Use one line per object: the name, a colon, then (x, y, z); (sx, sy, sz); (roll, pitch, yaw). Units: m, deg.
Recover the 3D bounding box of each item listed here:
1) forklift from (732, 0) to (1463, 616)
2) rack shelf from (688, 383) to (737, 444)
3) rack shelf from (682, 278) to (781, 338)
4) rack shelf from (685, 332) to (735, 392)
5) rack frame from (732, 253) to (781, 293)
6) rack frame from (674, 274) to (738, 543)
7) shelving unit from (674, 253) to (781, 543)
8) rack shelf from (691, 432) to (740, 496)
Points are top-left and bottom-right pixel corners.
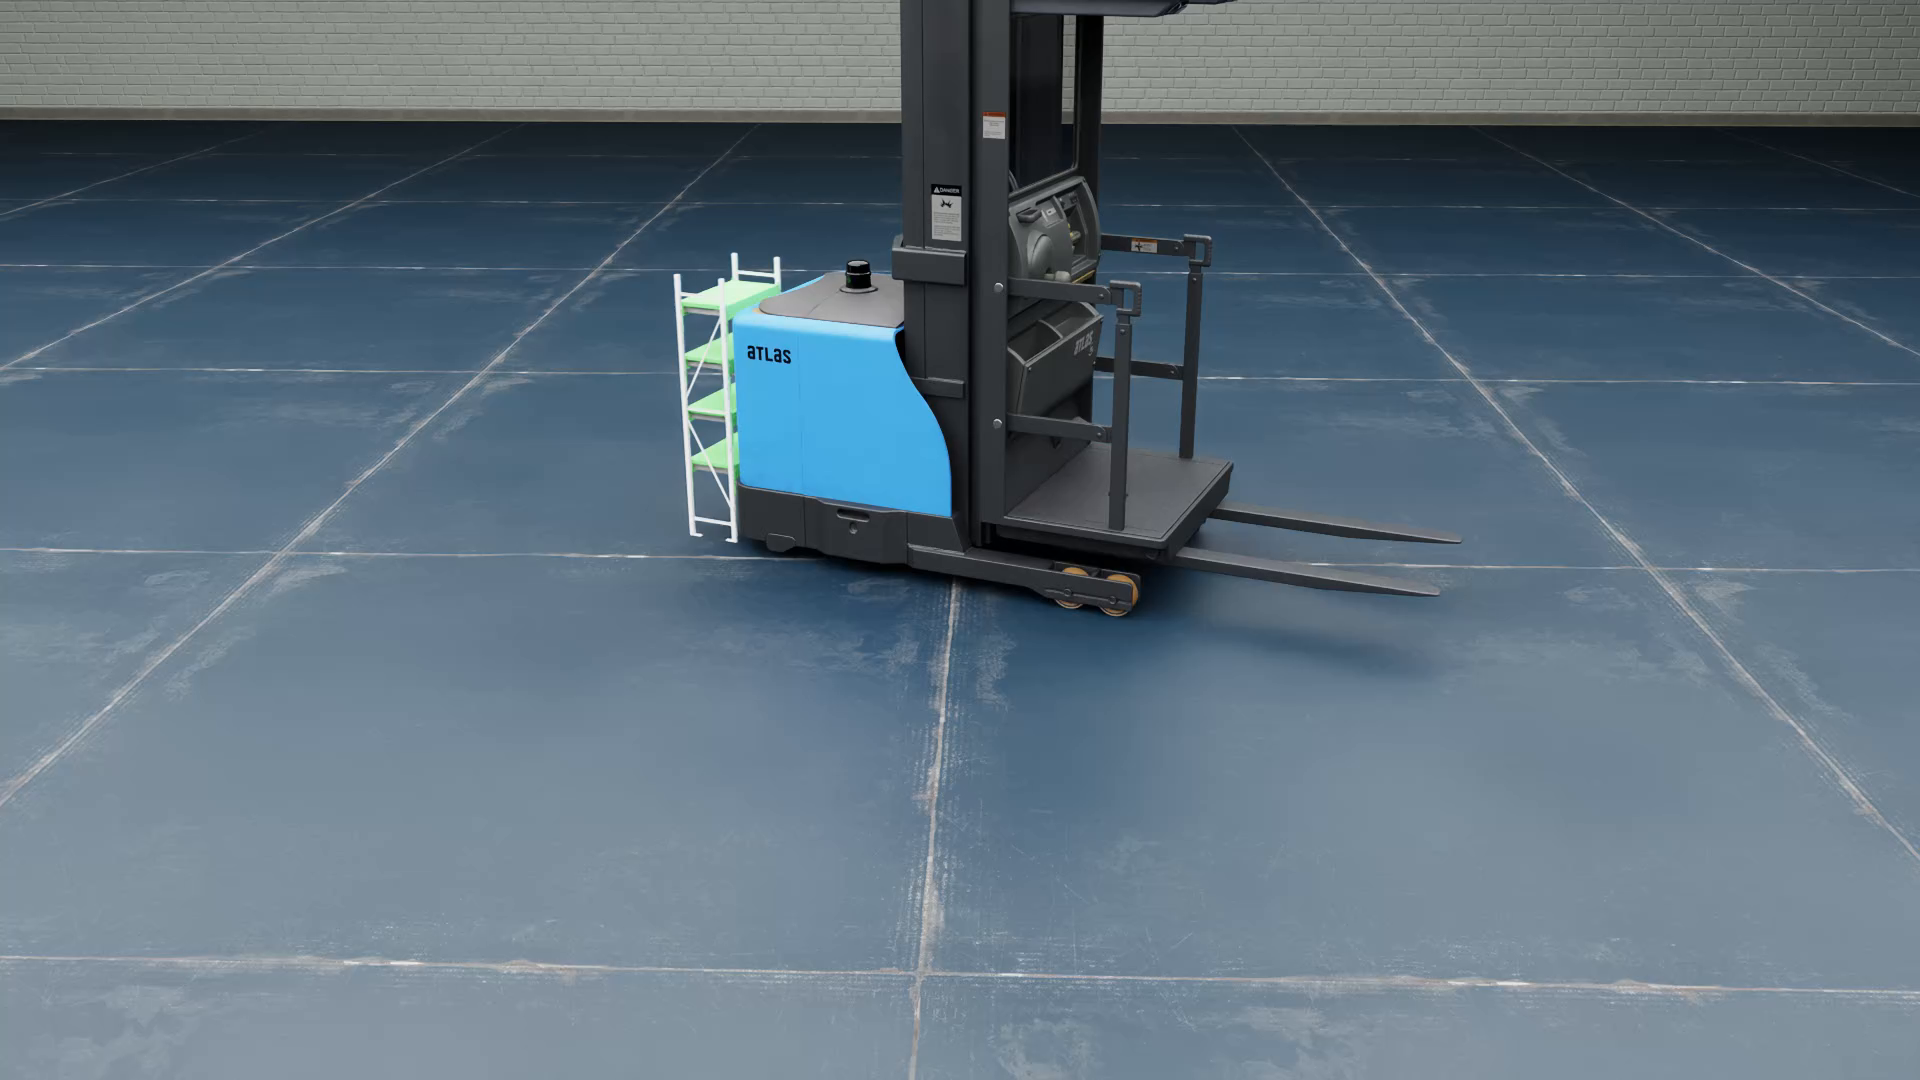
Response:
forklift: (0.578, -1.276, 6.765); (3.031, 2.935, 1.130); (9, 23, 22)
rack shelf: (-1.022, -0.588, 7.562); (0.258, 0.148, 0.480); (9, 23, 21)
rack shelf: (-1.022, -1.036, 7.389); (0.258, 0.148, 0.480); (9, 23, 21)
rack shelf: (-1.022, -0.812, 7.476); (0.258, 0.148, 0.480); (9, 23, 21)
rack frame: (-0.927, -0.729, 7.749); (0.240, 1.200, 0.015); (9, 23, 21)
rack frame: (-1.117, -0.566, 7.330); (0.240, 1.200, 0.015); (9, 23, 21)
shelving unit: (-1.022, -0.648, 7.539); (0.258, 1.200, 0.503); (9, 23, 21)
rack shelf: (-1.022, -0.364, 7.649); (0.258, 0.148, 0.480); (9, 23, 21)
